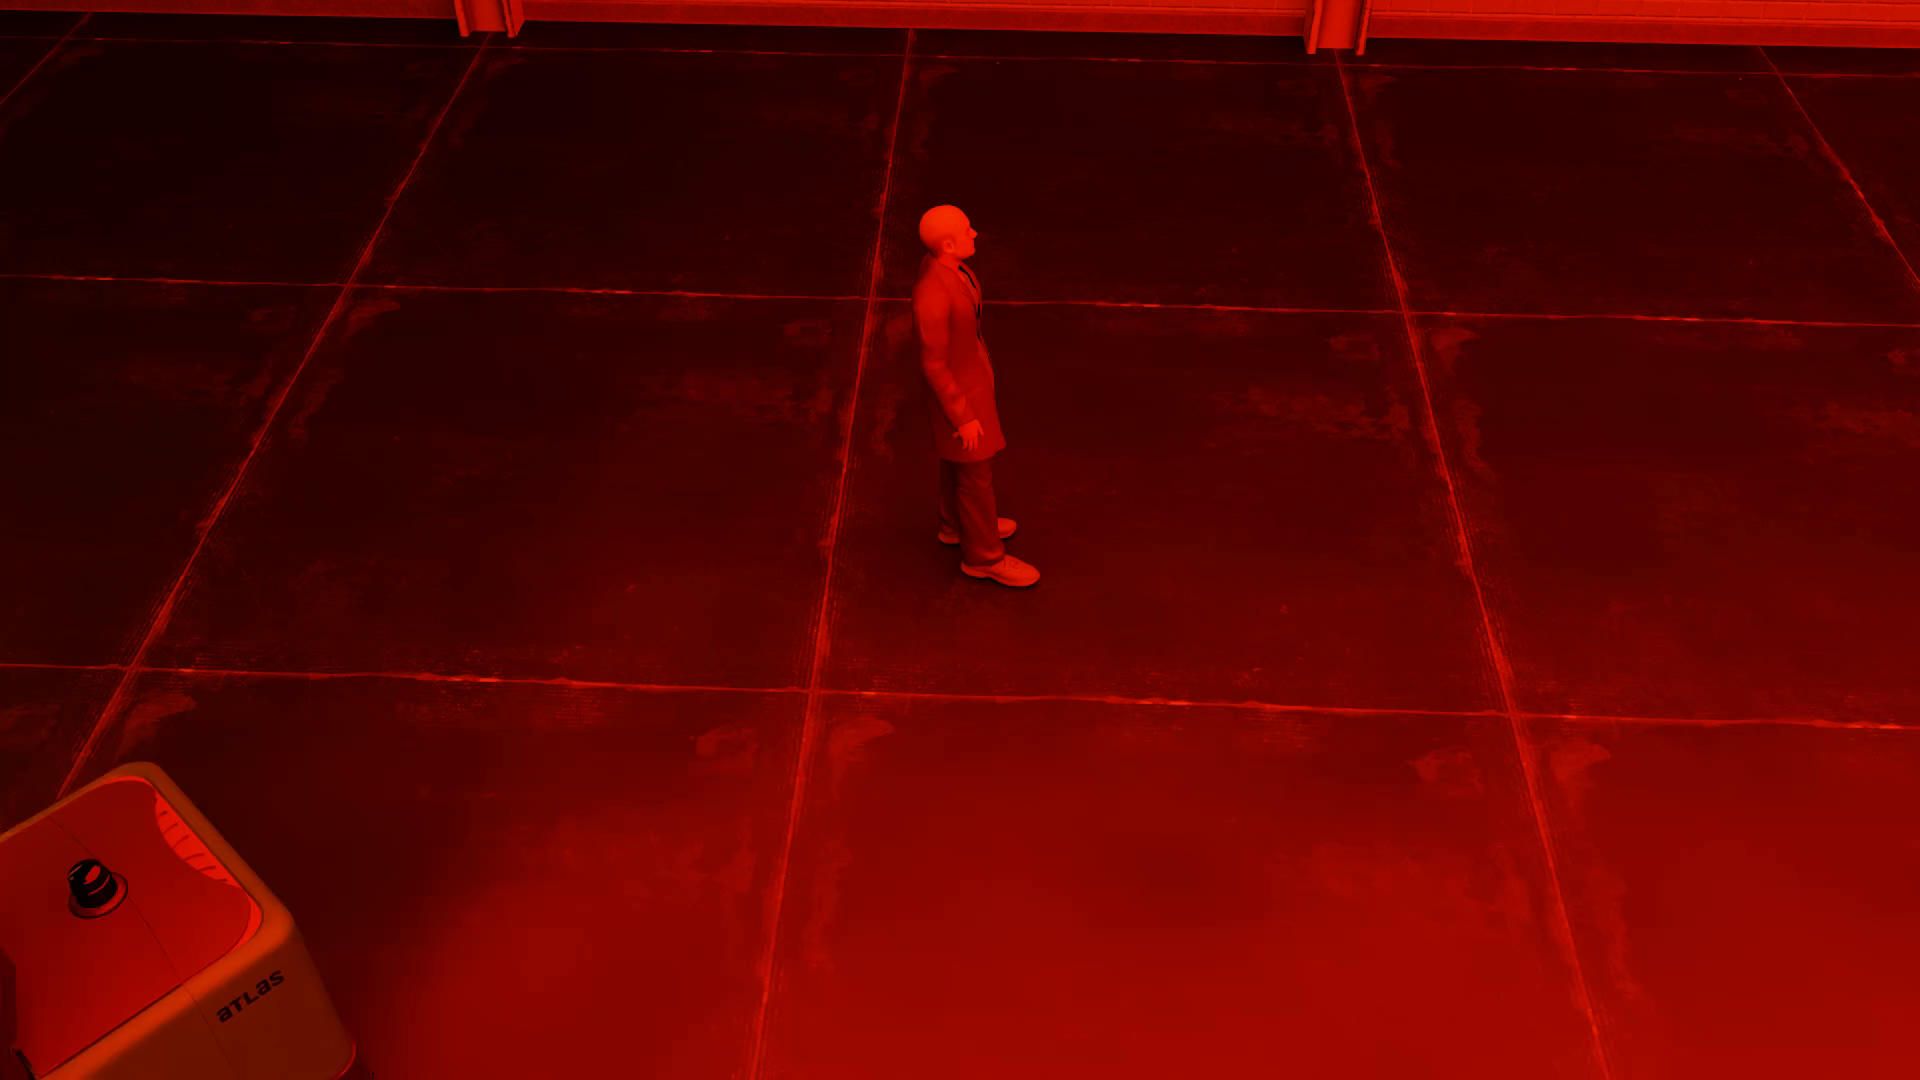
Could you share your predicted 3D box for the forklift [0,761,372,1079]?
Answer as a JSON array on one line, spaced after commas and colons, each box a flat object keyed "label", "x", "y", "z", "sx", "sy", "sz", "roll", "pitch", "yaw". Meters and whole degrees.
[{"label": "forklift", "x": -3.405, "y": 1.366, "z": 4.246, "sx": 1.130, "sy": 2.935, "sz": 3.031, "roll": 33, "pitch": 52, "yaw": 31}]

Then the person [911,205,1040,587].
[{"label": "person", "x": 0.090, "y": -0.656, "z": 7.306, "sx": 0.582, "sy": 1.775, "sz": 0.696, "roll": 2, "pitch": 42, "yaw": 2}]
